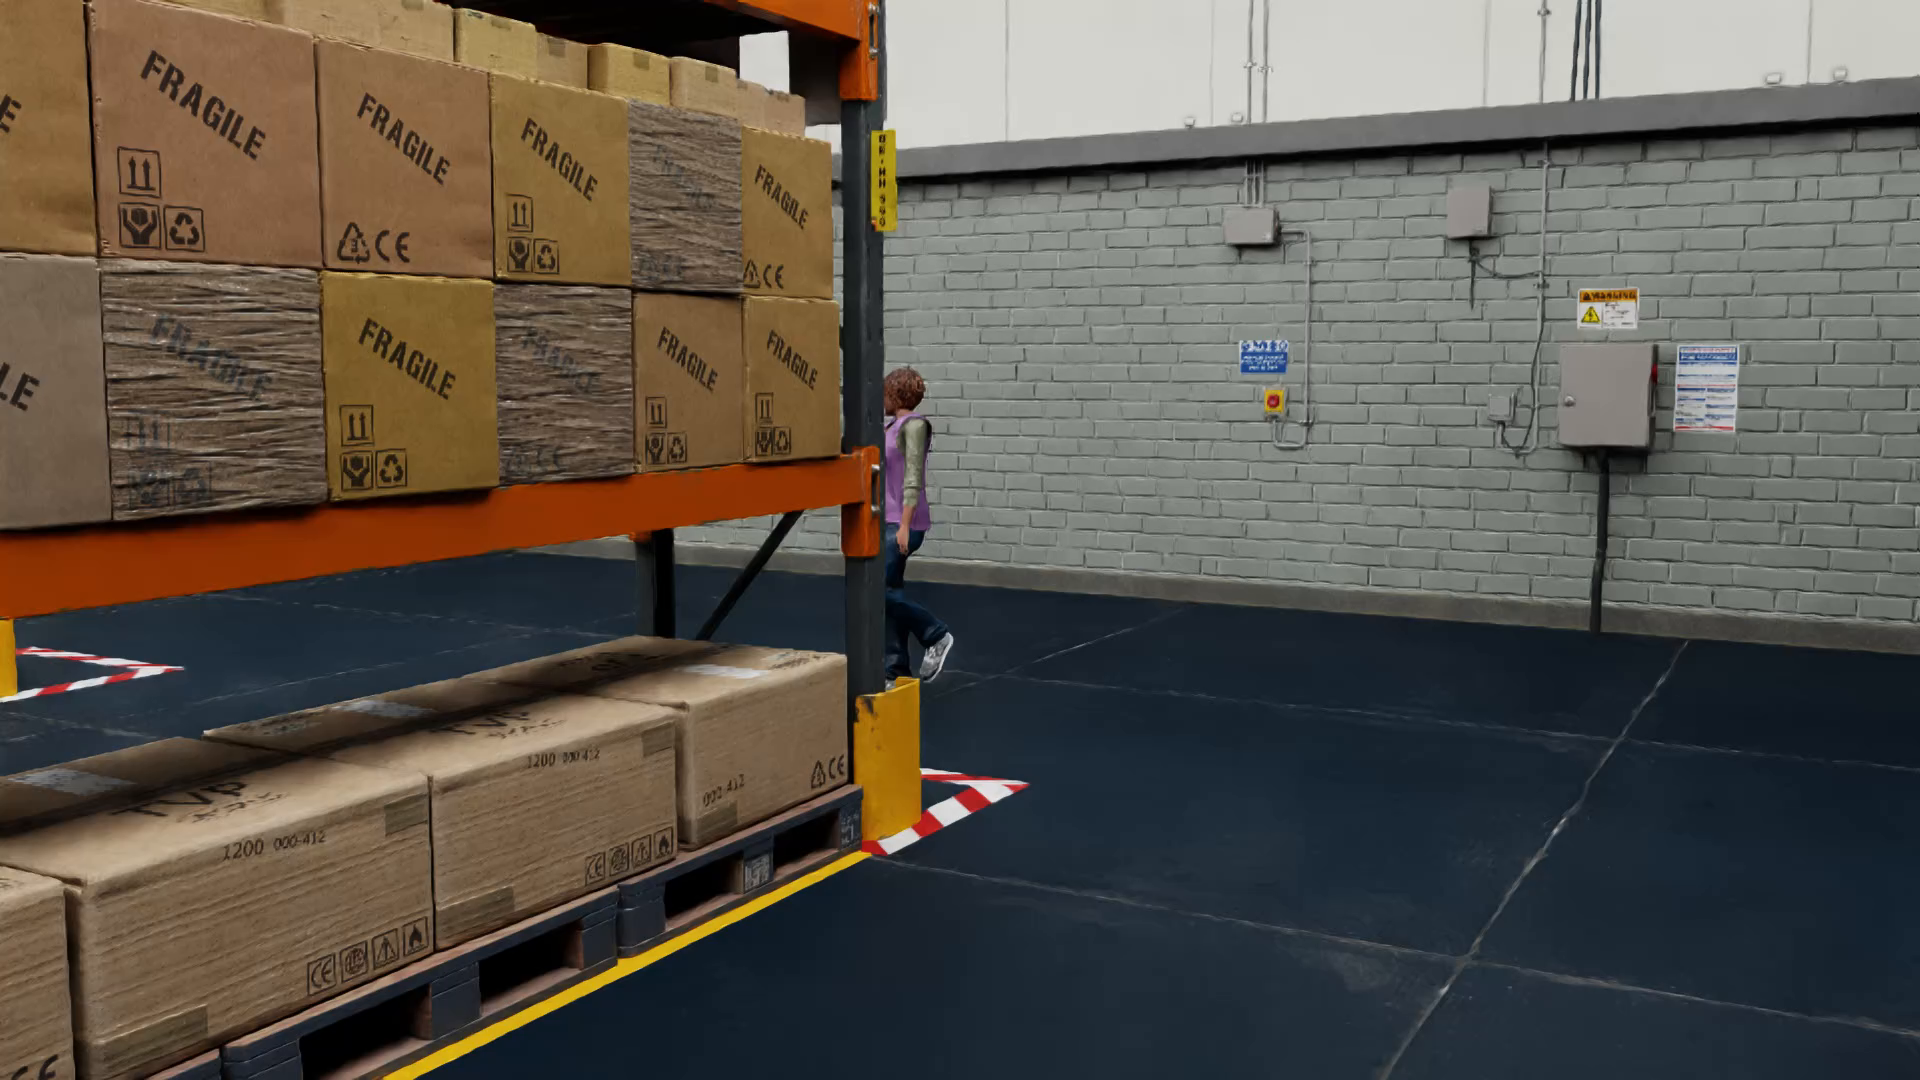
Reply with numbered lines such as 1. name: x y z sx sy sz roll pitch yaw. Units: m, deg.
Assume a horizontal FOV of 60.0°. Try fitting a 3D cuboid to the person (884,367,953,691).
1. person: -0.313 -0.039 7.994 0.483 1.576 0.452 -2 7 -21
